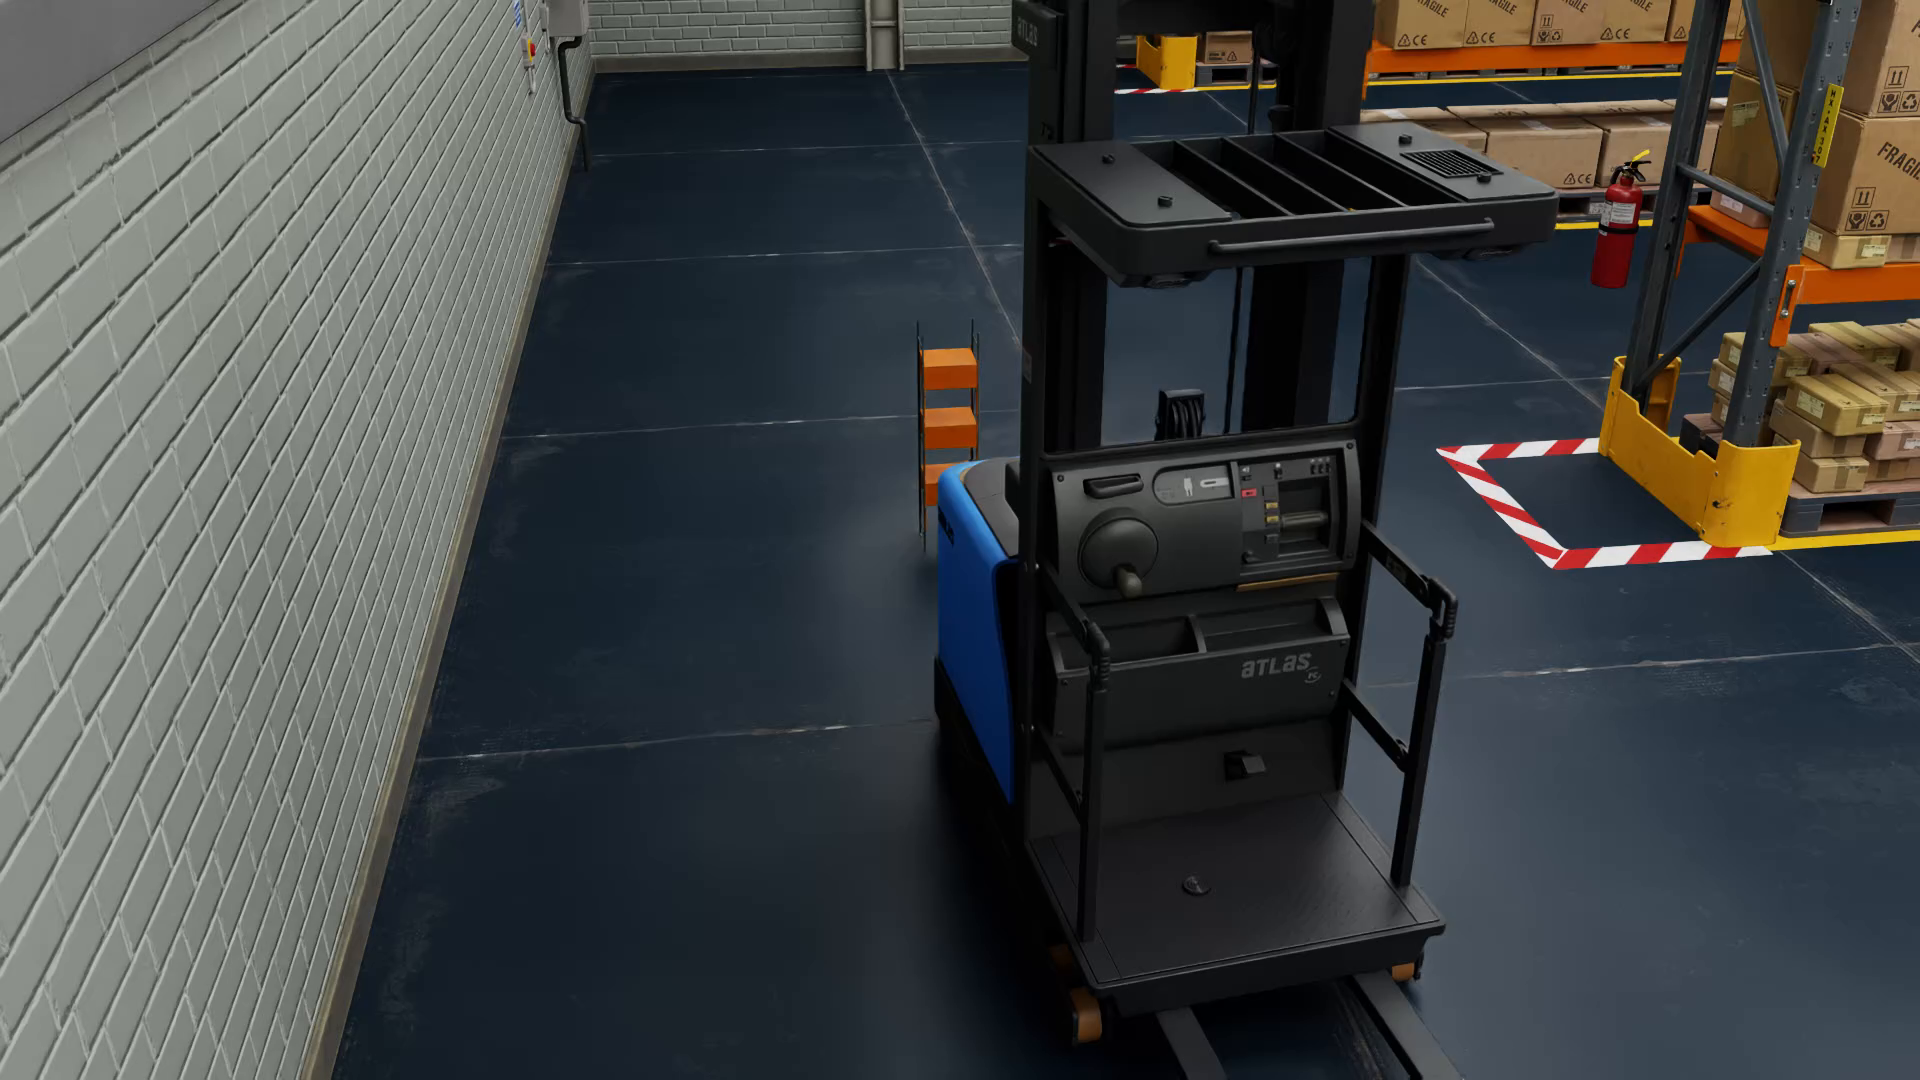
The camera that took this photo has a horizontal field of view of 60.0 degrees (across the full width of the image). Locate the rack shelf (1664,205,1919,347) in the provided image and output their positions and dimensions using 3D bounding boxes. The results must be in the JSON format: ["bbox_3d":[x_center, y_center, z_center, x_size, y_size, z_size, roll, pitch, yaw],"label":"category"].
[{"bbox_3d":[5.467,-1.371,7.923,4.000,0.370,1.077,-4,27,-7],"label":"rack shelf"}]

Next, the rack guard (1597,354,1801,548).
[{"bbox_3d":[3.562,-0.456,8.091,0.348,0.500,1.175,-4,27,-7],"label":"rack guard"}]

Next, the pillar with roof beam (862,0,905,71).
[{"bbox_3d":[-0.194,-6.997,11.530,0.400,9.000,9.100,-4,27,-7],"label":"pillar with roof beam"}]

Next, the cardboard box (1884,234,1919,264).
[{"bbox_3d":[4.100,-1.359,7.388,0.250,0.149,0.380,-3,27,-5],"label":"cardboard box"}]

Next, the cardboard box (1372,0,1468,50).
[{"bbox_3d":[3.212,-3.740,11.644,0.500,0.500,0.500,-4,27,-8],"label":"cardboard box"}]

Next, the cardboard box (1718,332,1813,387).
[{"bbox_3d":[3.976,-0.895,8.219,0.250,0.149,0.380,-3,27,-7],"label":"cardboard box"}]

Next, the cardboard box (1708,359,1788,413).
[{"bbox_3d":[3.970,-0.777,8.315,0.250,0.149,0.380,-4,27,-8],"label":"cardboard box"}]

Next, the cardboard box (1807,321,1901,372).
[{"bbox_3d":[4.471,-0.959,8.344,0.250,0.149,0.380,-4,27,-8],"label":"cardboard box"}]

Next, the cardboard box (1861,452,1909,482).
[{"bbox_3d":[4.298,-0.424,7.954,0.250,0.149,0.380,-4,27,-7],"label":"cardboard box"}]

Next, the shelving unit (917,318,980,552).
[{"bbox_3d":[-0.053,-0.464,7.504,0.252,1.050,0.215,-4,27,-7],"label":"shelving unit"}]

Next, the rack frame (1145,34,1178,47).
[{"bbox_3d":[2.002,-6.038,16.233,0.127,3.000,1.000,-4,27,-7],"label":"rack frame"}]

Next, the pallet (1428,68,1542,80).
[{"bbox_3d":[5.283,-5.009,17.281,1.213,0.211,1.003,-4,27,-7],"label":"pallet"}]

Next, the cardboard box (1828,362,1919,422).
[{"bbox_3d":[4.309,-0.698,7.836,0.250,0.149,0.380,-3,27,-6],"label":"cardboard box"}]

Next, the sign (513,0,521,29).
[{"bbox_3d":[-2.937,-3.520,11.029,0.001,0.218,0.327,-4,27,-7],"label":"sign"}]

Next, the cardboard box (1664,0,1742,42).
[{"bbox_3d":[5.230,-3.875,11.906,0.500,0.500,0.500,-4,27,-8],"label":"cardboard box"}]

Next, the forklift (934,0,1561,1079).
[{"bbox_3d":[0.769,-0.025,4.588,1.130,2.935,3.031,-7,28,-13],"label":"forklift"}]

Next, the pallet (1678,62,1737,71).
[{"bbox_3d":[7.974,-5.200,17.653,1.213,0.211,1.003,-4,27,-7],"label":"pallet"}]

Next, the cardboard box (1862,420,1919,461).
[{"bbox_3d":[4.320,-0.523,7.821,0.250,0.149,0.380,-4,27,-7],"label":"cardboard box"}]

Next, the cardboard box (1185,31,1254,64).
[{"bbox_3d":[2.621,-5.111,16.699,0.637,0.503,0.797,-5,28,-9],"label":"cardboard box"}]

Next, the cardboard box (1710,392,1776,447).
[{"bbox_3d":[3.979,-0.610,8.315,0.250,0.149,0.380,-3,27,-6],"label":"cardboard box"}]

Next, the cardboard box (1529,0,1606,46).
[{"bbox_3d":[4.216,-3.809,11.778,0.500,0.500,0.500,-4,27,-7],"label":"cardboard box"}]

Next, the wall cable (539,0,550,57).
[{"bbox_3d":[-3.092,-4.518,12.157,0.122,1.984,0.588,-4,27,-7],"label":"wall cable"}]

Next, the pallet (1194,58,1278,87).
[{"bbox_3d":[2.866,-4.854,16.978,1.213,0.211,1.003,-4,27,-7],"label":"pallet"}]

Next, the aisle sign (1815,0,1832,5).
[{"bbox_3d":[3.456,-2.580,6.644,0.004,0.787,0.394,-4,27,-7],"label":"aisle sign"}]

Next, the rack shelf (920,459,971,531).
[{"bbox_3d":[-0.053,-0.207,7.635,0.240,0.259,0.215,-4,27,-7],"label":"rack shelf"}]

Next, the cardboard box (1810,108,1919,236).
[{"bbox_3d":[3.970,-1.644,7.233,0.500,0.500,0.500,-2,27,-5],"label":"cardboard box"}]

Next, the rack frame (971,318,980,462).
[{"bbox_3d":[0.068,-0.471,7.519,0.008,1.050,0.200,-4,27,-7],"label":"rack frame"}]

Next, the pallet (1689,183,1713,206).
[{"bbox_3d":[5.894,-2.796,12.967,1.213,0.211,1.003,-4,27,-7],"label":"pallet"}]

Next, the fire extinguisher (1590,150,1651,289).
[{"bbox_3d":[3.173,-1.556,7.989,0.183,0.674,0.296,-4,27,-7],"label":"fire extinguisher"}]

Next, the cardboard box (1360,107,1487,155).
[{"bbox_3d":[3.337,-2.929,12.519,0.875,0.438,0.875,-5,28,-9],"label":"cardboard box"}]

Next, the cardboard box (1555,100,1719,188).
[{"bbox_3d":[5.135,-3.047,12.750,0.875,0.438,0.875,-4,27,-9],"label":"cardboard box"}]

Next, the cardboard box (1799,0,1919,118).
[{"bbox_3d":[3.968,-2.094,7.014,0.500,0.500,0.500,-4,27,-7],"label":"cardboard box"}]

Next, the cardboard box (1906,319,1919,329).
[{"bbox_3d":[4.995,-0.989,8.403,0.250,0.149,0.380,-3,27,-5],"label":"cardboard box"}]

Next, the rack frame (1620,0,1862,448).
[{"bbox_3d":[3.487,-1.563,7.511,0.127,3.000,1.000,-4,27,-7],"label":"rack frame"}]
